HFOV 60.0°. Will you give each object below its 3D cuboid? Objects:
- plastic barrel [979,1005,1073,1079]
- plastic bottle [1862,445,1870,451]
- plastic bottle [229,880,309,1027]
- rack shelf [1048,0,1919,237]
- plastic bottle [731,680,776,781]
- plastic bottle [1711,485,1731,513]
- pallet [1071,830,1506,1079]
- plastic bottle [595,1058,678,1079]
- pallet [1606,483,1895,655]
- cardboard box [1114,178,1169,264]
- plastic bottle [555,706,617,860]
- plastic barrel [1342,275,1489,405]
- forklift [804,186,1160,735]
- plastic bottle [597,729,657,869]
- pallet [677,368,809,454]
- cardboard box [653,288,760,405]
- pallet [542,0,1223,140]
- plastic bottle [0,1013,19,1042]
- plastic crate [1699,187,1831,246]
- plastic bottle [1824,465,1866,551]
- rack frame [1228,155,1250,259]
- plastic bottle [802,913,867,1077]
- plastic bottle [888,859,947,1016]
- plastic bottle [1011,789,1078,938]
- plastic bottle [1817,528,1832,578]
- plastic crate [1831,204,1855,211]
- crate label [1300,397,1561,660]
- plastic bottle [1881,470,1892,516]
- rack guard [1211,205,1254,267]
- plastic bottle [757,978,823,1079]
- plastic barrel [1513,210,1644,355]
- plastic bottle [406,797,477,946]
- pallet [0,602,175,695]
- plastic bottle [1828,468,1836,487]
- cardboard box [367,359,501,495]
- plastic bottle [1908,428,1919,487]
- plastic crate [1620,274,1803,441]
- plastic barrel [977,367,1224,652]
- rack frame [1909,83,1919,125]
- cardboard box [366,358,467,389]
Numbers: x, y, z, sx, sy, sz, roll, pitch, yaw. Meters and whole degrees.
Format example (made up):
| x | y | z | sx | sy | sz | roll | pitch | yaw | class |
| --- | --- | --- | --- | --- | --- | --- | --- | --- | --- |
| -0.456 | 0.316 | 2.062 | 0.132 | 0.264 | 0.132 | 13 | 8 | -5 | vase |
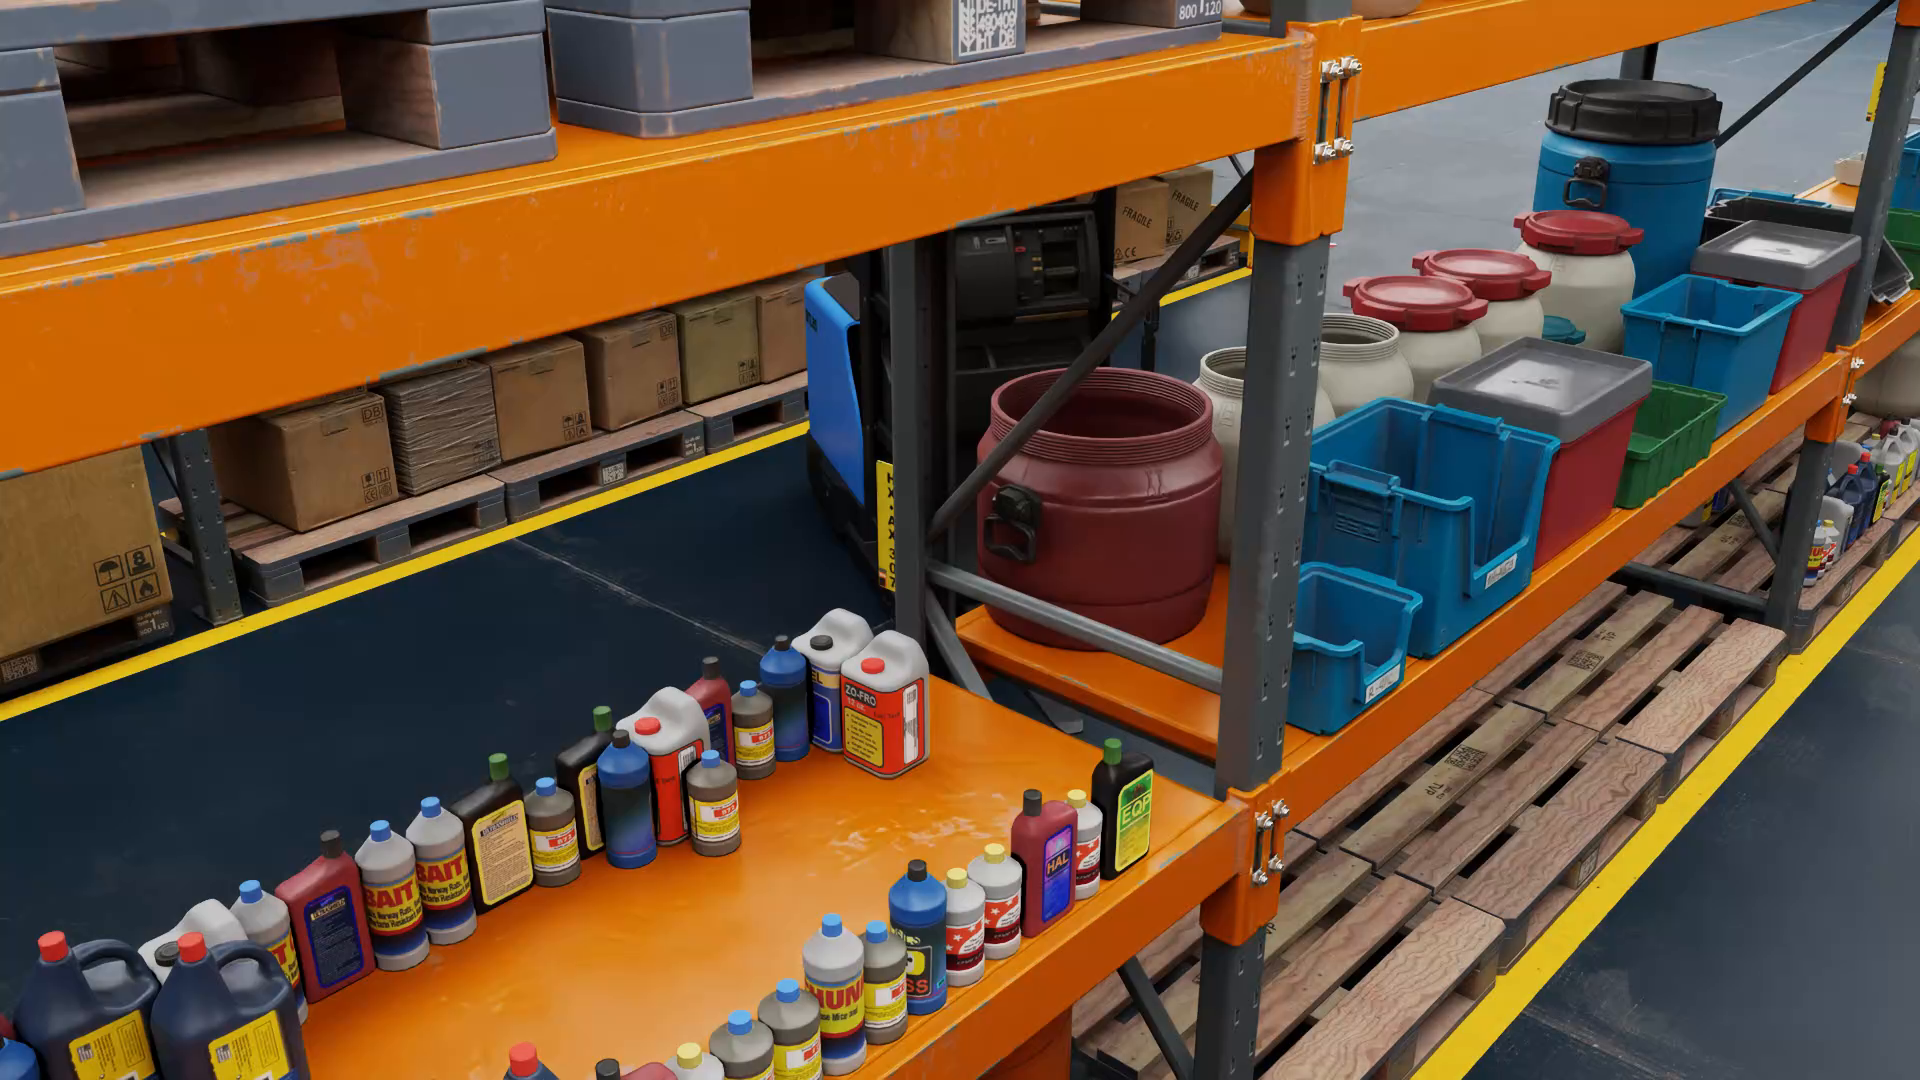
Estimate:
| x | y | z | sx | sy | sz | roll | pitch | yaw | class |
| --- | --- | --- | --- | --- | --- | --- | --- | --- | --- |
| -0.057 | 1.149 | 3.660 | 0.600 | 0.830 | 0.708 | 20 | 31 | 38 | plastic barrel |
| 4.189 | -0.342 | 7.728 | 0.097 | 0.201 | 0.097 | 0 | 24 | 0 | plastic bottle |
| -1.141 | 0.679 | 2.727 | 0.097 | 0.271 | 0.097 | 0 | 24 | 0 | plastic bottle |
| 1.592 | -1.453 | 4.537 | 1.077 | 0.370 | 4.000 | 20 | 31 | 38 | rack shelf |
| -0.435 | 0.389 | 3.459 | 0.097 | 0.201 | 0.097 | 0 | 24 | 0 | plastic bottle |
| 3.397 | -0.280 | 7.500 | 0.152 | 0.276 | 0.135 | 20 | 31 | 38 | plastic bottle |
| 0.803 | 1.244 | 4.718 | 1.003 | 0.211 | 1.213 | 20 | 31 | 38 | pallet |
| -0.458 | 0.838 | 2.357 | 0.061 | 0.283 | 0.133 | 20 | 31 | 38 | plastic bottle |
| 3.406 | 0.057 | 7.364 | 1.003 | 0.211 | 1.213 | 20 | 31 | 38 | pallet |
| 1.105 | -2.267 | 11.681 | 0.500 | 0.500 | 0.500 | -15 | 28 | -30 | cardboard box |
| -0.705 | 0.463 | 3.193 | 0.061 | 0.283 | 0.133 | 20 | 31 | 38 | plastic bottle |
| 1.346 | -0.497 | 5.025 | 0.433 | 0.535 | 0.433 | 0 | 24 | 0 | plastic barrel |
| 0.200 | -1.096 | 6.612 | 1.130 | 2.935 | 3.031 | -8 | 25 | -17 | forklift |
| -0.634 | 0.485 | 3.160 | 0.097 | 0.271 | 0.097 | 0 | 24 | 0 | plastic bottle |
| -1.281 | -0.864 | 9.419 | 1.003 | 0.211 | 1.213 | 20 | 31 | 38 | pallet |
| -1.520 | -1.113 | 9.083 | 0.700 | 0.500 | 0.500 | 20 | 31 | 37 | cardboard box |
| -0.327 | -0.879 | 2.609 | 1.003 | 0.211 | 1.213 | 20 | 31 | 38 | pallet |
| -1.445 | 0.801 | 2.440 | 0.061 | 0.283 | 0.133 | 20 | 31 | 38 | plastic bottle |
| 3.463 | -1.365 | 7.310 | 0.499 | 0.251 | 0.616 | 20 | 31 | 38 | plastic crate |
| 3.774 | -0.146 | 7.110 | 0.144 | 0.351 | 0.185 | 21 | 32 | 39 | plastic bottle |
| 1.908 | -3.593 | 12.097 | 1.000 | 3.000 | 0.127 | 20 | 31 | 38 | rack frame |
| -0.200 | 0.715 | 2.647 | 0.097 | 0.271 | 0.097 | 0 | 24 | 0 | plastic bottle |
| -0.070 | 0.655 | 2.780 | 0.097 | 0.271 | 0.097 | 0 | 24 | 0 | plastic bottle |
| 0.151 | 0.560 | 2.977 | 0.061 | 0.283 | 0.133 | 20 | 31 | 38 | plastic bottle |
| 3.533 | 0.046 | 6.863 | 0.097 | 0.201 | 0.097 | 0 | 24 | 0 | plastic bottle |
| 3.822 | -1.465 | 7.674 | 0.530 | 0.136 | 0.437 | 20 | 31 | 38 | plastic crate |
| 1.121 | -0.048 | 4.147 | 0.502 | 0.435 | 0.616 | 20 | 31 | 38 | crate label |
| 4.107 | -0.216 | 7.447 | 0.097 | 0.201 | 0.097 | 0 | 24 | 0 | plastic bottle |
| 1.857 | -2.429 | 12.557 | 1.175 | 0.500 | 0.348 | 20 | 31 | 38 | rack guard |
| -0.265 | 0.776 | 2.595 | 0.097 | 0.201 | 0.097 | 0 | 24 | 0 | plastic bottle |
| 2.125 | -0.852 | 5.818 | 0.433 | 0.535 | 0.433 | 0 | 24 | 0 | plastic barrel |
| -0.922 | 0.579 | 2.949 | 0.097 | 0.271 | 0.097 | 0 | 24 | 0 | plastic bottle |
| -4.014 | 0.337 | 6.741 | 1.003 | 0.211 | 1.213 | 20 | 31 | 38 | pallet |
| 3.781 | -0.187 | 7.298 | 0.097 | 0.271 | 0.097 | 0 | 24 | 0 | plastic bottle |
| -2.639 | -0.598 | 7.934 | 0.700 | 0.500 | 0.500 | 17 | 29 | 33 | cardboard box |
| 4.416 | -0.407 | 7.784 | 0.152 | 0.276 | 0.135 | 19 | 30 | 36 | plastic bottle |
| 2.422 | -0.593 | 5.427 | 0.392 | 0.384 | 0.575 | 20 | 31 | 38 | plastic crate |
| 0.341 | -0.089 | 4.116 | 0.600 | 0.536 | 0.708 | 20 | 31 | 38 | plastic barrel |
| 5.596 | -2.240 | 9.080 | 1.000 | 3.000 | 0.127 | 20 | 31 | 38 | rack frame |
| -2.660 | -0.934 | 7.769 | 0.500 | 0.250 | 0.500 | -20 | 31 | -37 | cardboard box |
